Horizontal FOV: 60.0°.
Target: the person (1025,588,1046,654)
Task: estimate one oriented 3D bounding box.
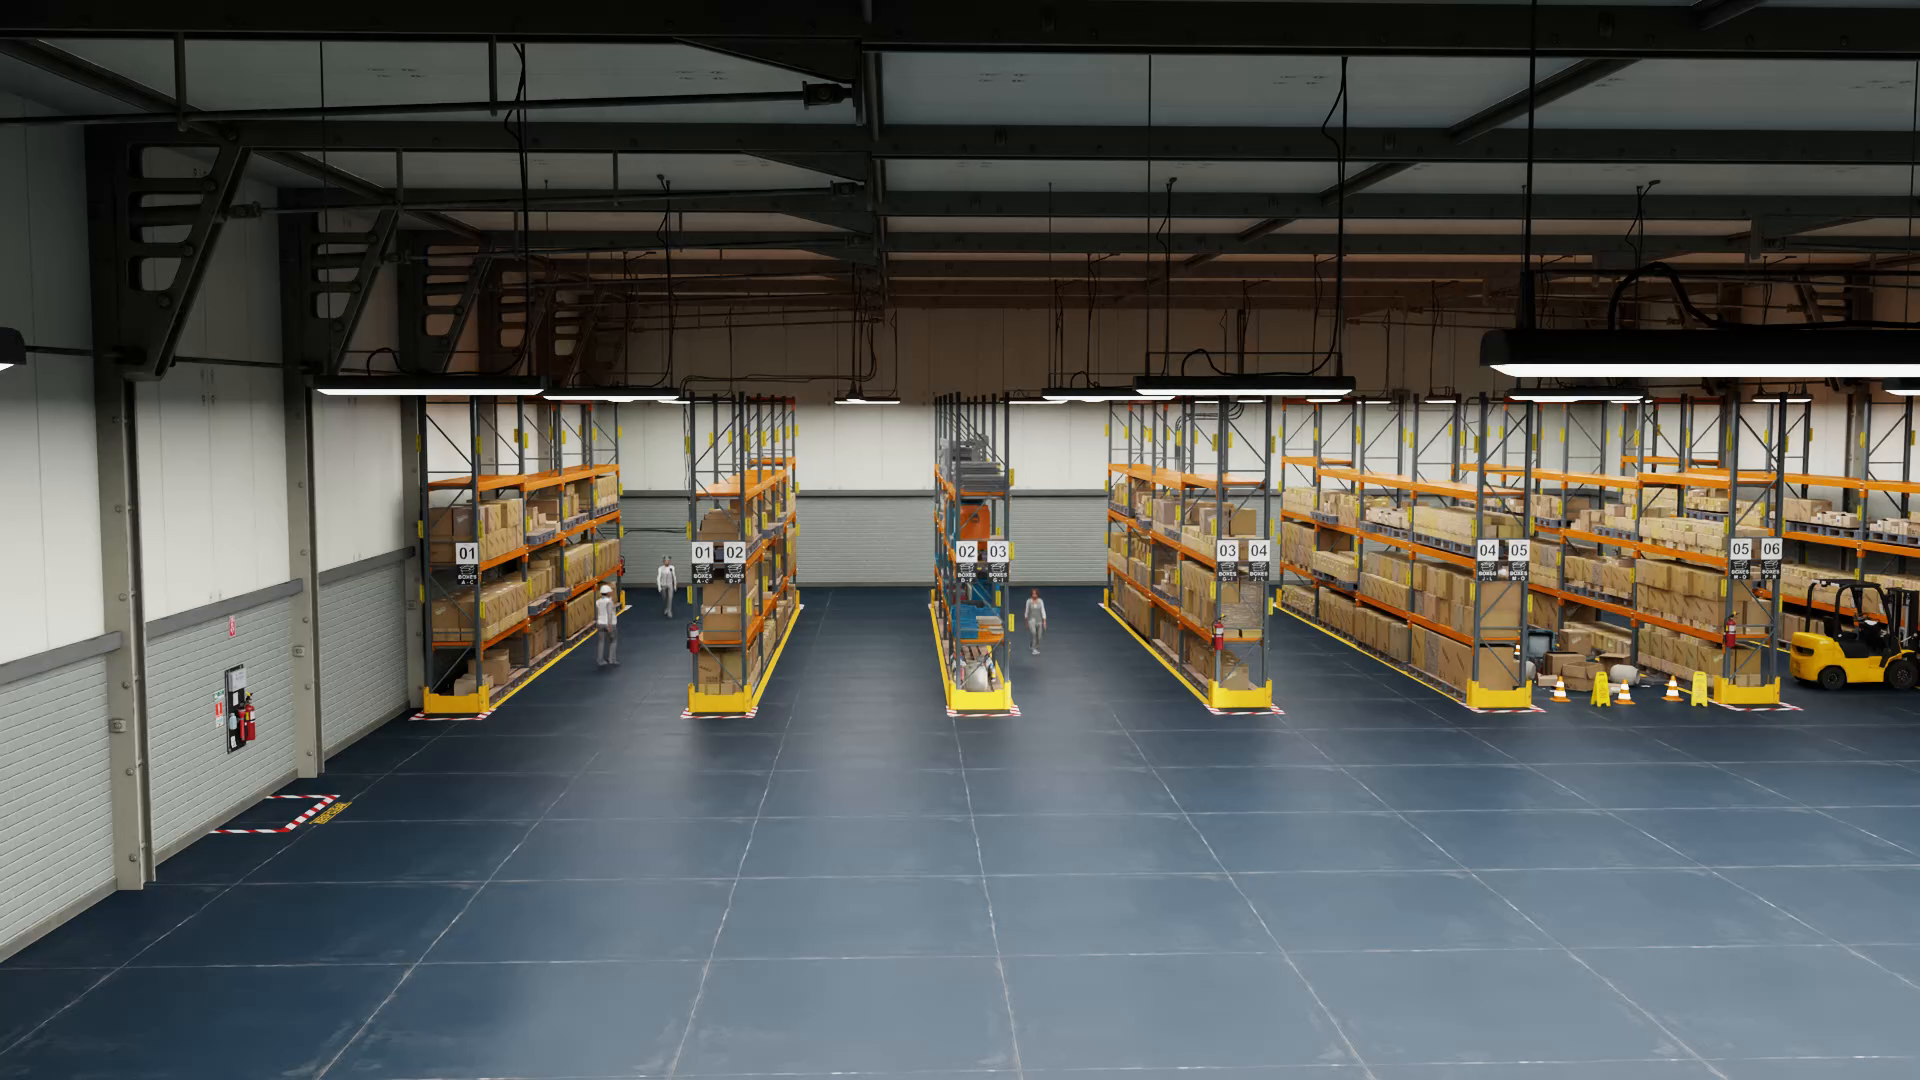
[{"bbox_3d":[1.664,1.793,36.757,0.431,1.459,0.948,-1,5,-10],"label":"person"}]

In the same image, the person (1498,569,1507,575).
[{"bbox_3d":[13.145,1.602,40.432,0.634,1.791,0.390,-3,5,-32],"label":"person"}]

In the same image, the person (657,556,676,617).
[{"bbox_3d":[-8.018,1.244,45.422,0.505,1.633,0.965,0,5,-5],"label":"person"}]

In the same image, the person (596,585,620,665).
[{"bbox_3d":[-7.852,1.908,36.787,0.519,1.814,0.574,1,5,18],"label":"person"}]
